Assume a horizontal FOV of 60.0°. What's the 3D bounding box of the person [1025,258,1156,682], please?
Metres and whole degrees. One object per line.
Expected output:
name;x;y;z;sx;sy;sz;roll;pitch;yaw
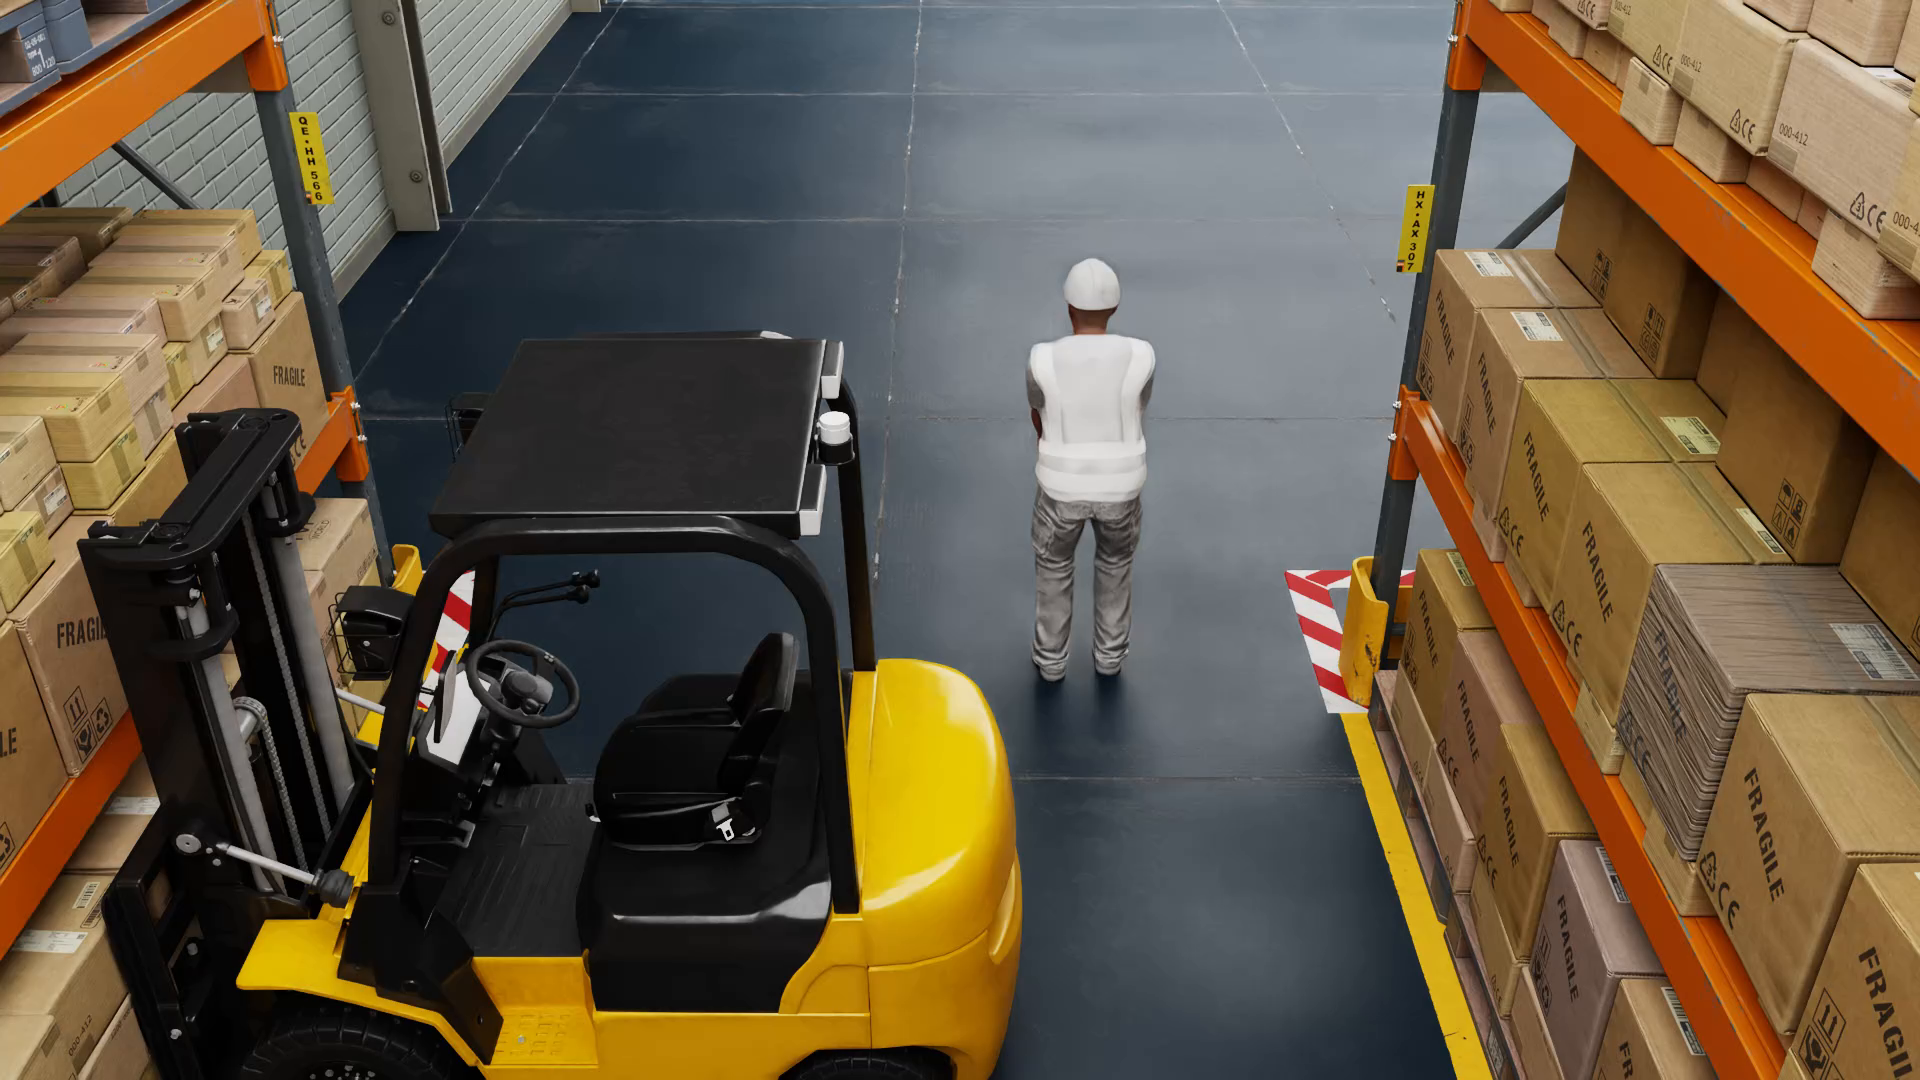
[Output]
person;0.491;-0.276;6.577;0.492;1.773;0.581;-1;31;-1
